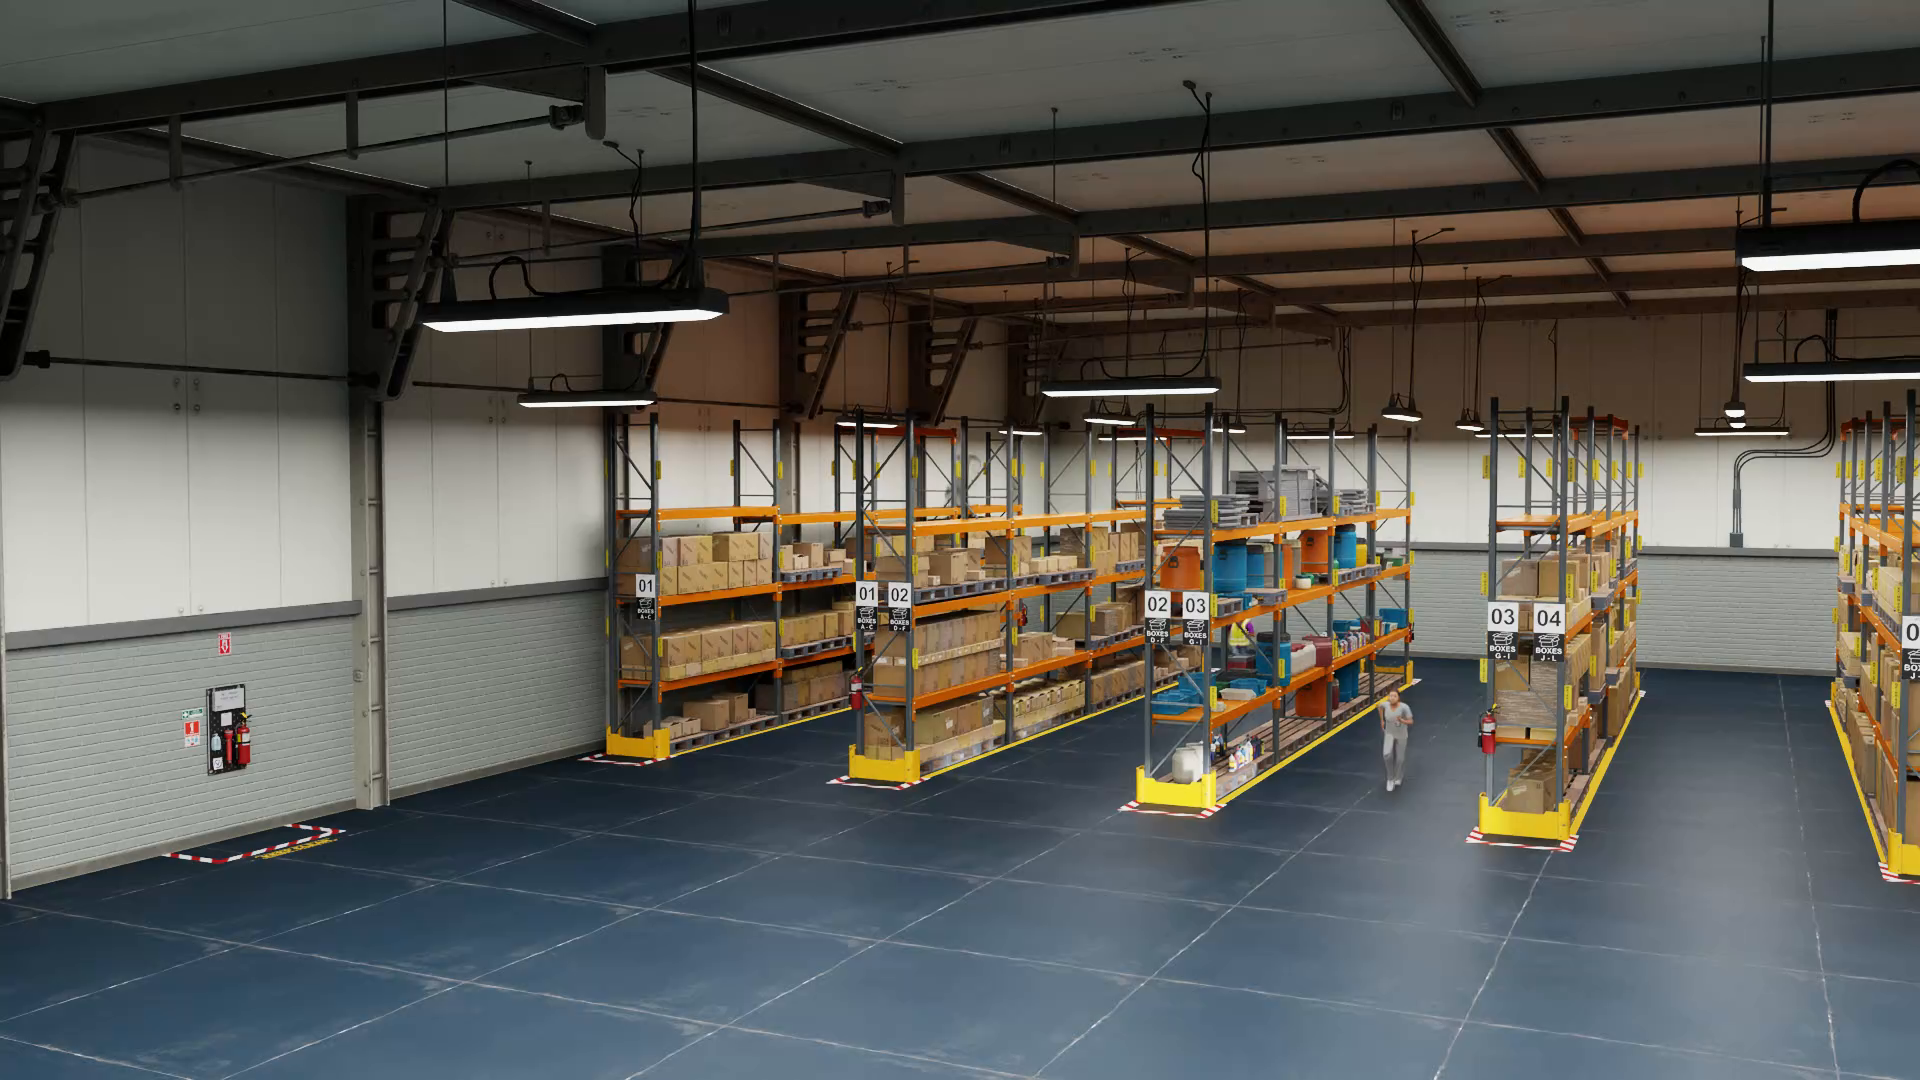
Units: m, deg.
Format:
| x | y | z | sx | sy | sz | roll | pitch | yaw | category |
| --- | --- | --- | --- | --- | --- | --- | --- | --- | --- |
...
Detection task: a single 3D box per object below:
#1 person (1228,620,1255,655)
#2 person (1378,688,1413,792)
| x | y | z | sx | sy | sz | roll | pitch | yaw | category |
| --- | --- | --- | --- | --- | --- | --- | --- | --- | --- |
| 6.550 | 2.475 | 38.928 | 0.704 | 1.747 | 0.915 | 1 | 3 | 19 | person |
| 6.787 | 3.088 | 25.913 | 0.557 | 1.621 | 0.889 | 1 | 3 | 20 | person |
